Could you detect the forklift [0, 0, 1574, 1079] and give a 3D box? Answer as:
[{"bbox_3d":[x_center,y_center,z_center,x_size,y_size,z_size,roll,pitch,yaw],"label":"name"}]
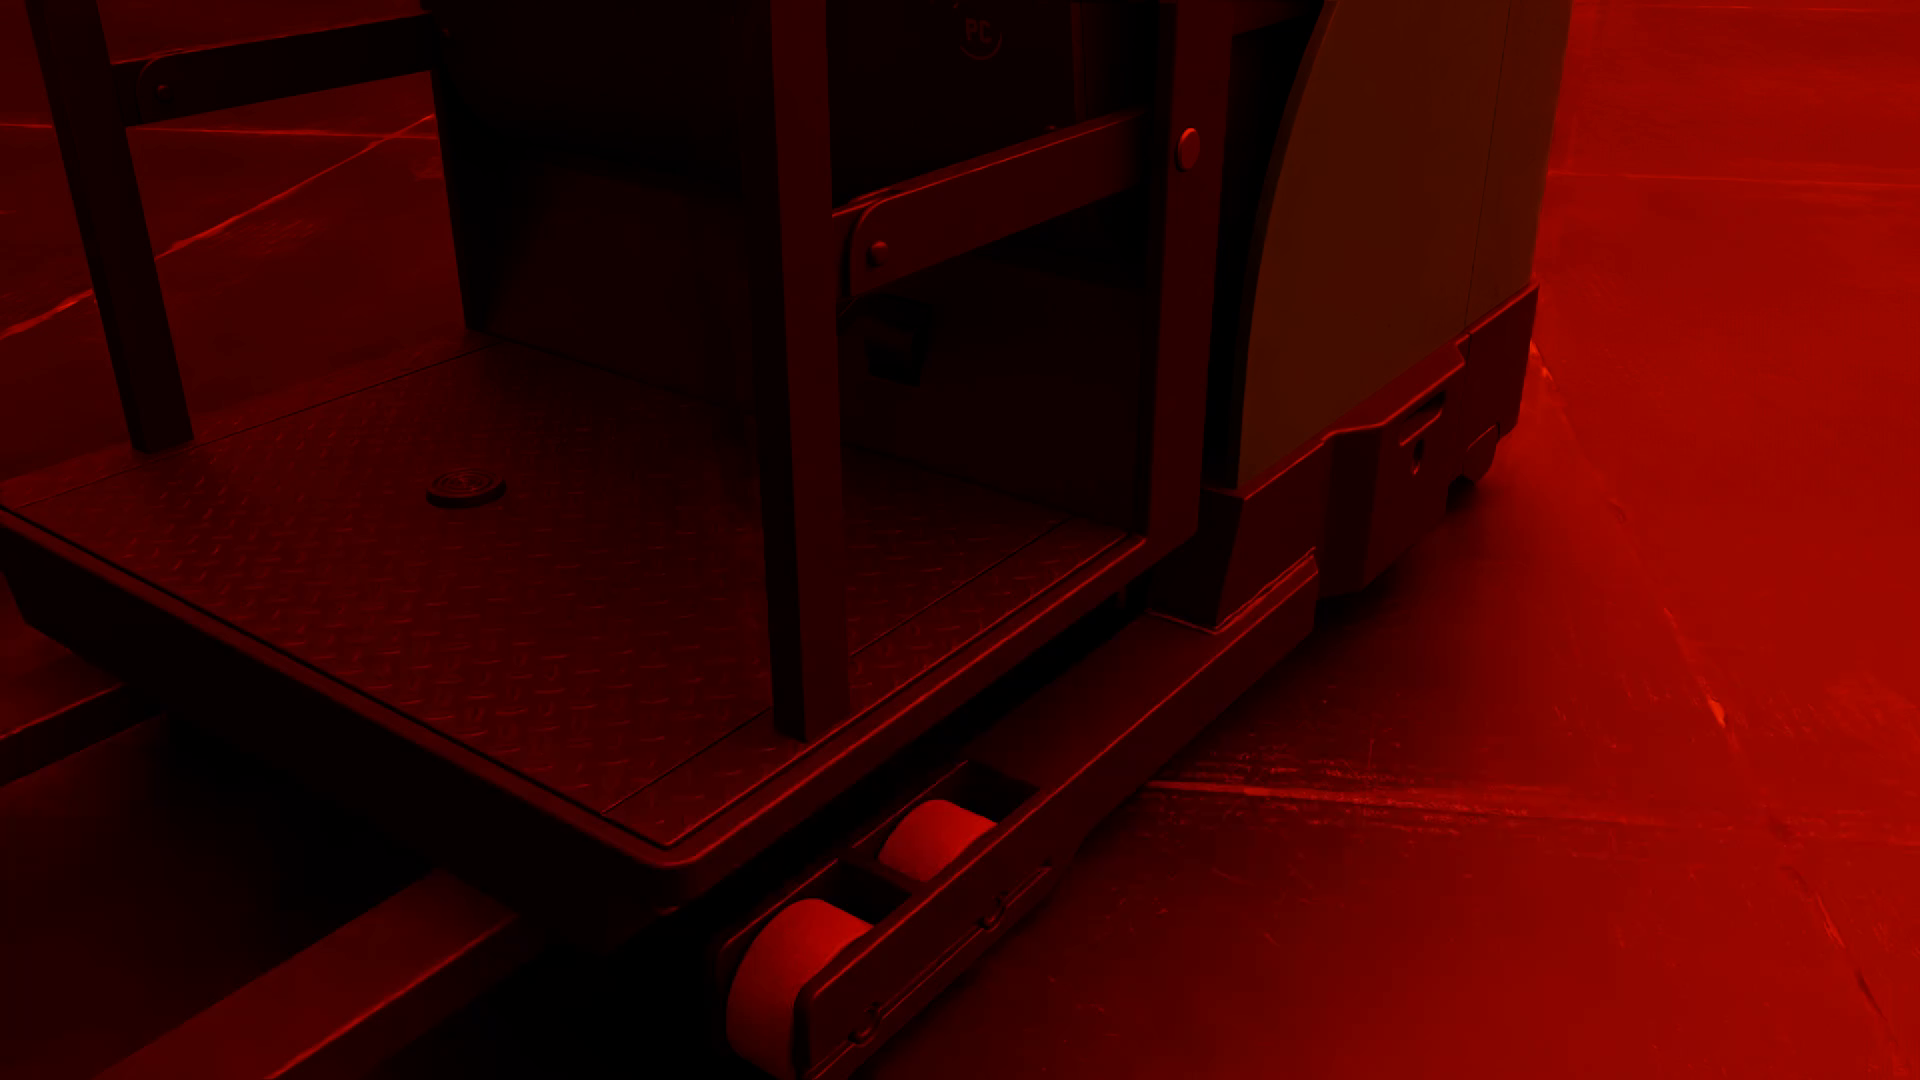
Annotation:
[{"bbox_3d":[-0.363,-1.063,1.347,1.130,2.935,3.031,18,32,32],"label":"forklift"}]
